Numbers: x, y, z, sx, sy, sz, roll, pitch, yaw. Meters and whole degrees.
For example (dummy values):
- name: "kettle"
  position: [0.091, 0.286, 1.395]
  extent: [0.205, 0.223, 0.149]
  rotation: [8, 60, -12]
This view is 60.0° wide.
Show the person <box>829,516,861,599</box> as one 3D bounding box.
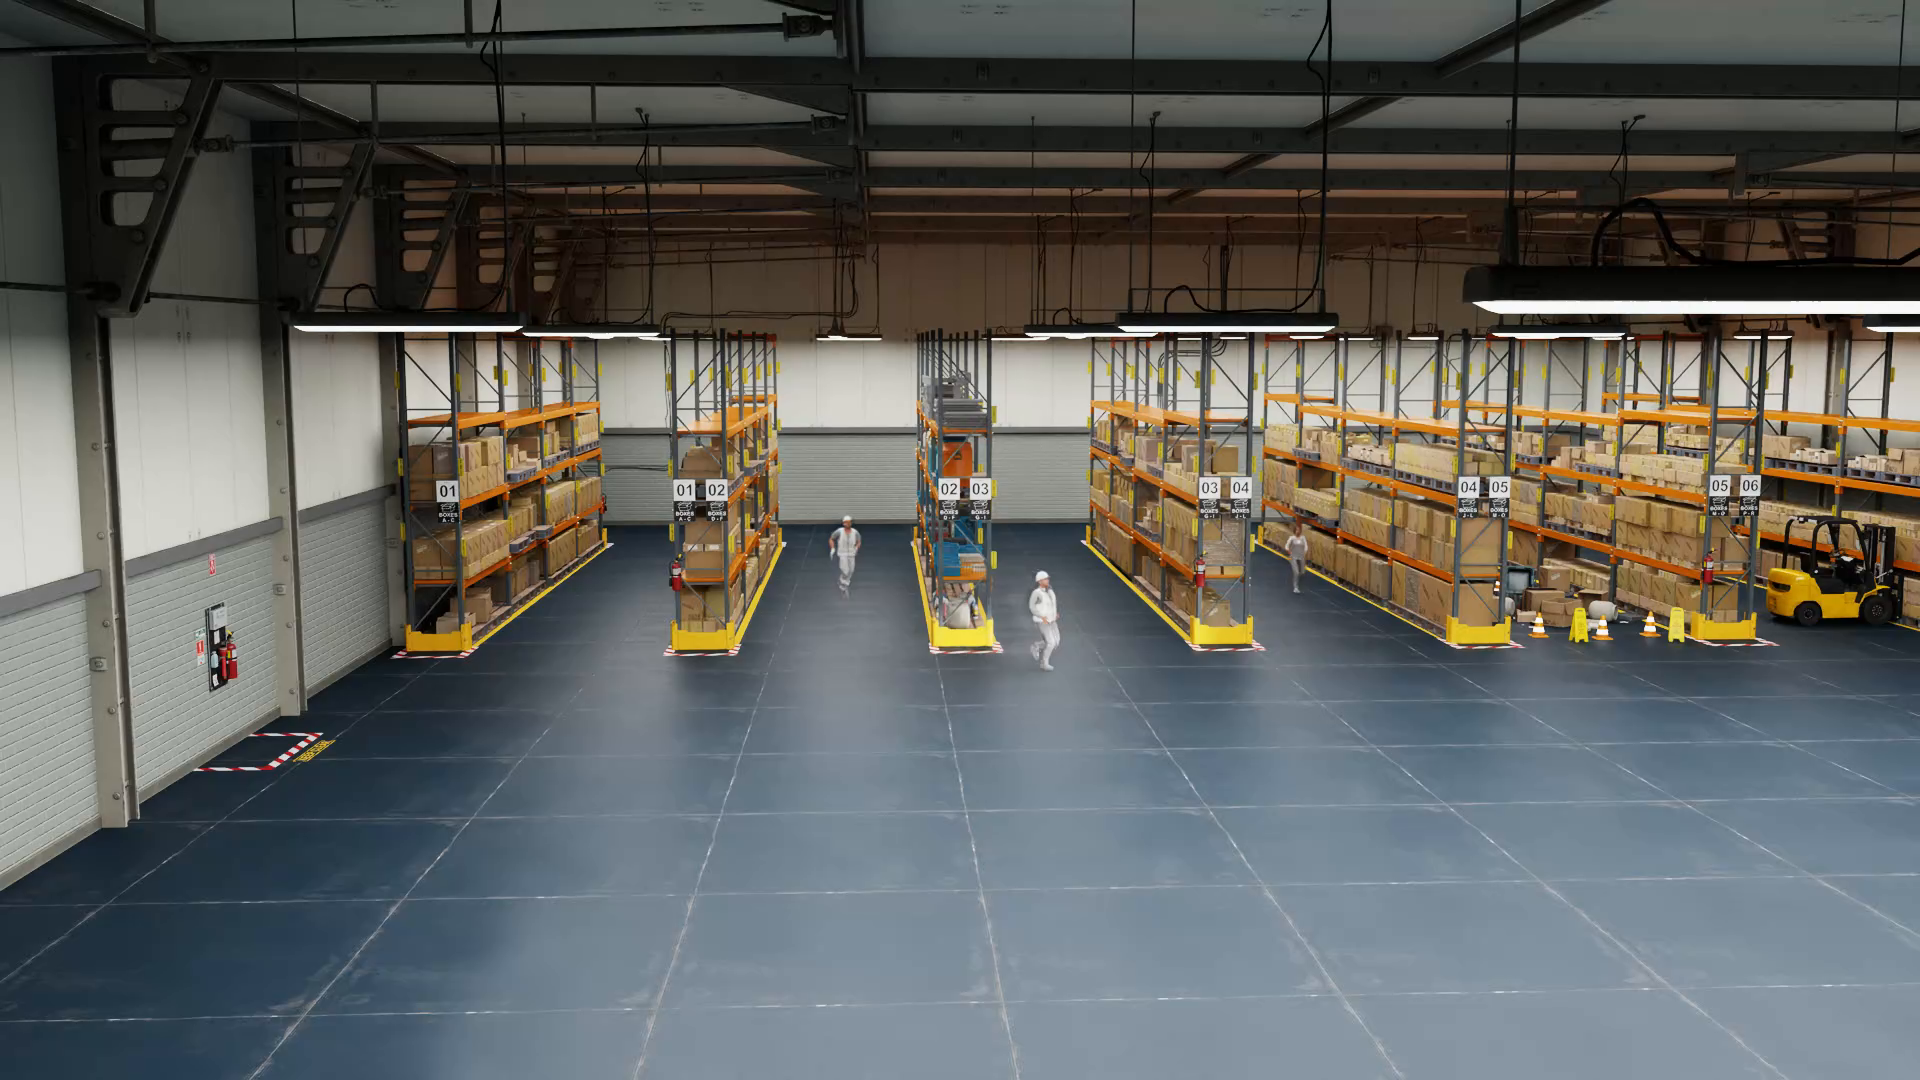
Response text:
- name: "person"
  position: [-2.421, 0.376, 35.533]
  extent: [0.654, 1.791, 0.737]
  rotation: [-3, 7, -21]

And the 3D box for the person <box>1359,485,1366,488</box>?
- name: "person"
  position: [11.814, -0.857, 49.062]
  extent: [0.616, 1.558, 0.508]
  rotation: [-1, 7, -12]

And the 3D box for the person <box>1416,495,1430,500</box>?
- name: "person"
  position: [13.946, -0.936, 49.818]
  extent: [0.671, 1.614, 0.595]
  rotation: [-2, 7, -19]

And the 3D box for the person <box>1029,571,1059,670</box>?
- name: "person"
  position: [1.464, 1.414, 29.381]
  extent: [0.545, 1.740, 0.661]
  rotation: [5, 8, 37]

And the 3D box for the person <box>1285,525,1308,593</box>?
- name: "person"
  position: [7.769, 0.430, 38.416]
  extent: [0.535, 1.548, 0.567]
  rotation: [0, 7, -3]
